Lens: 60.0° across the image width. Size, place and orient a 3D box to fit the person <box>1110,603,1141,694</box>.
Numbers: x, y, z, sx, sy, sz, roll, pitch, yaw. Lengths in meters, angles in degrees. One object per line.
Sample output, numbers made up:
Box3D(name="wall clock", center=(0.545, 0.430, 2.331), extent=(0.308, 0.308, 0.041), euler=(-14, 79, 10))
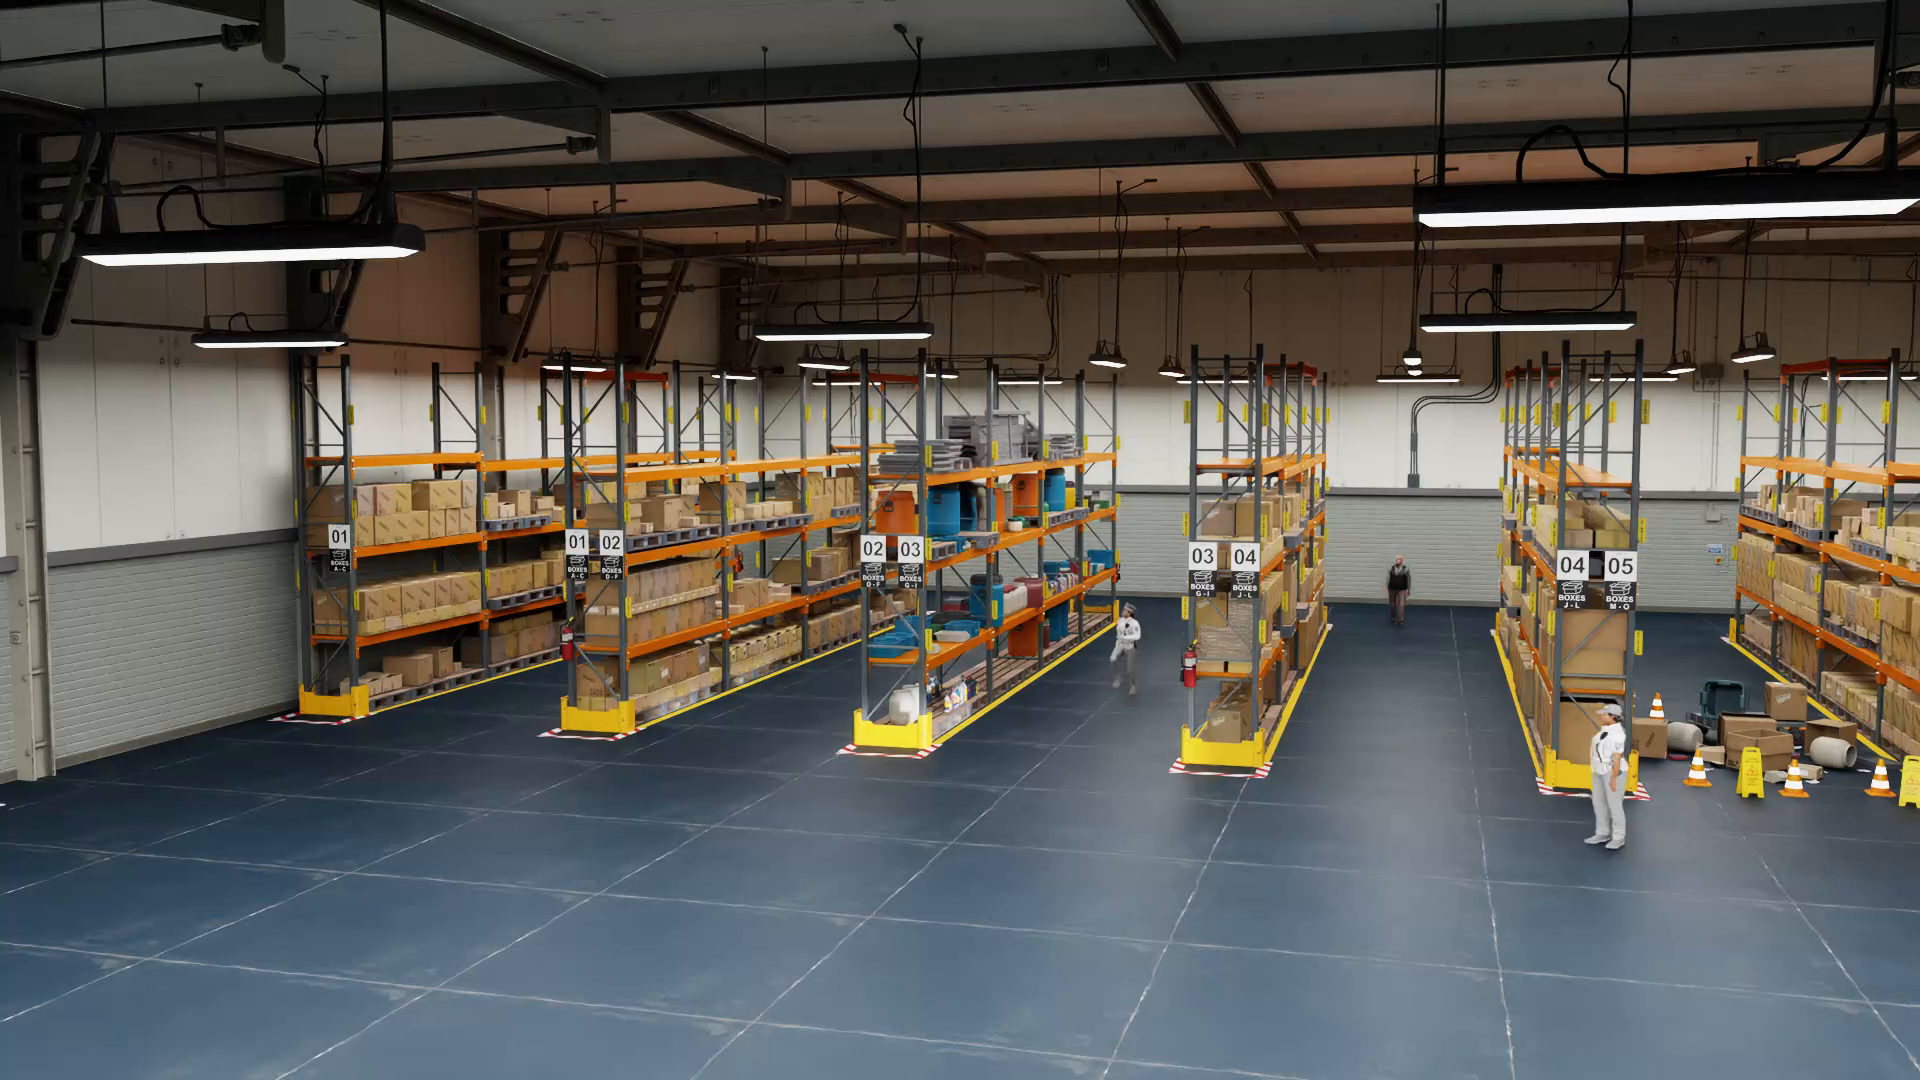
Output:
Box3D(name="person", center=(2.985, 1.925, 29.364), extent=(0.493, 1.661, 0.852), euler=(2, 5, 21))

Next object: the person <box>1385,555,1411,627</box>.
Box3D(name="person", center=(10.397, 1.201, 39.470), extent=(0.614, 1.683, 0.988), euler=(1, 4, 13))

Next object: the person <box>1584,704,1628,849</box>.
Box3D(name="person", center=(7.500, 2.736, 19.321), extent=(0.435, 1.692, 0.559), euler=(-1, 4, -14))
